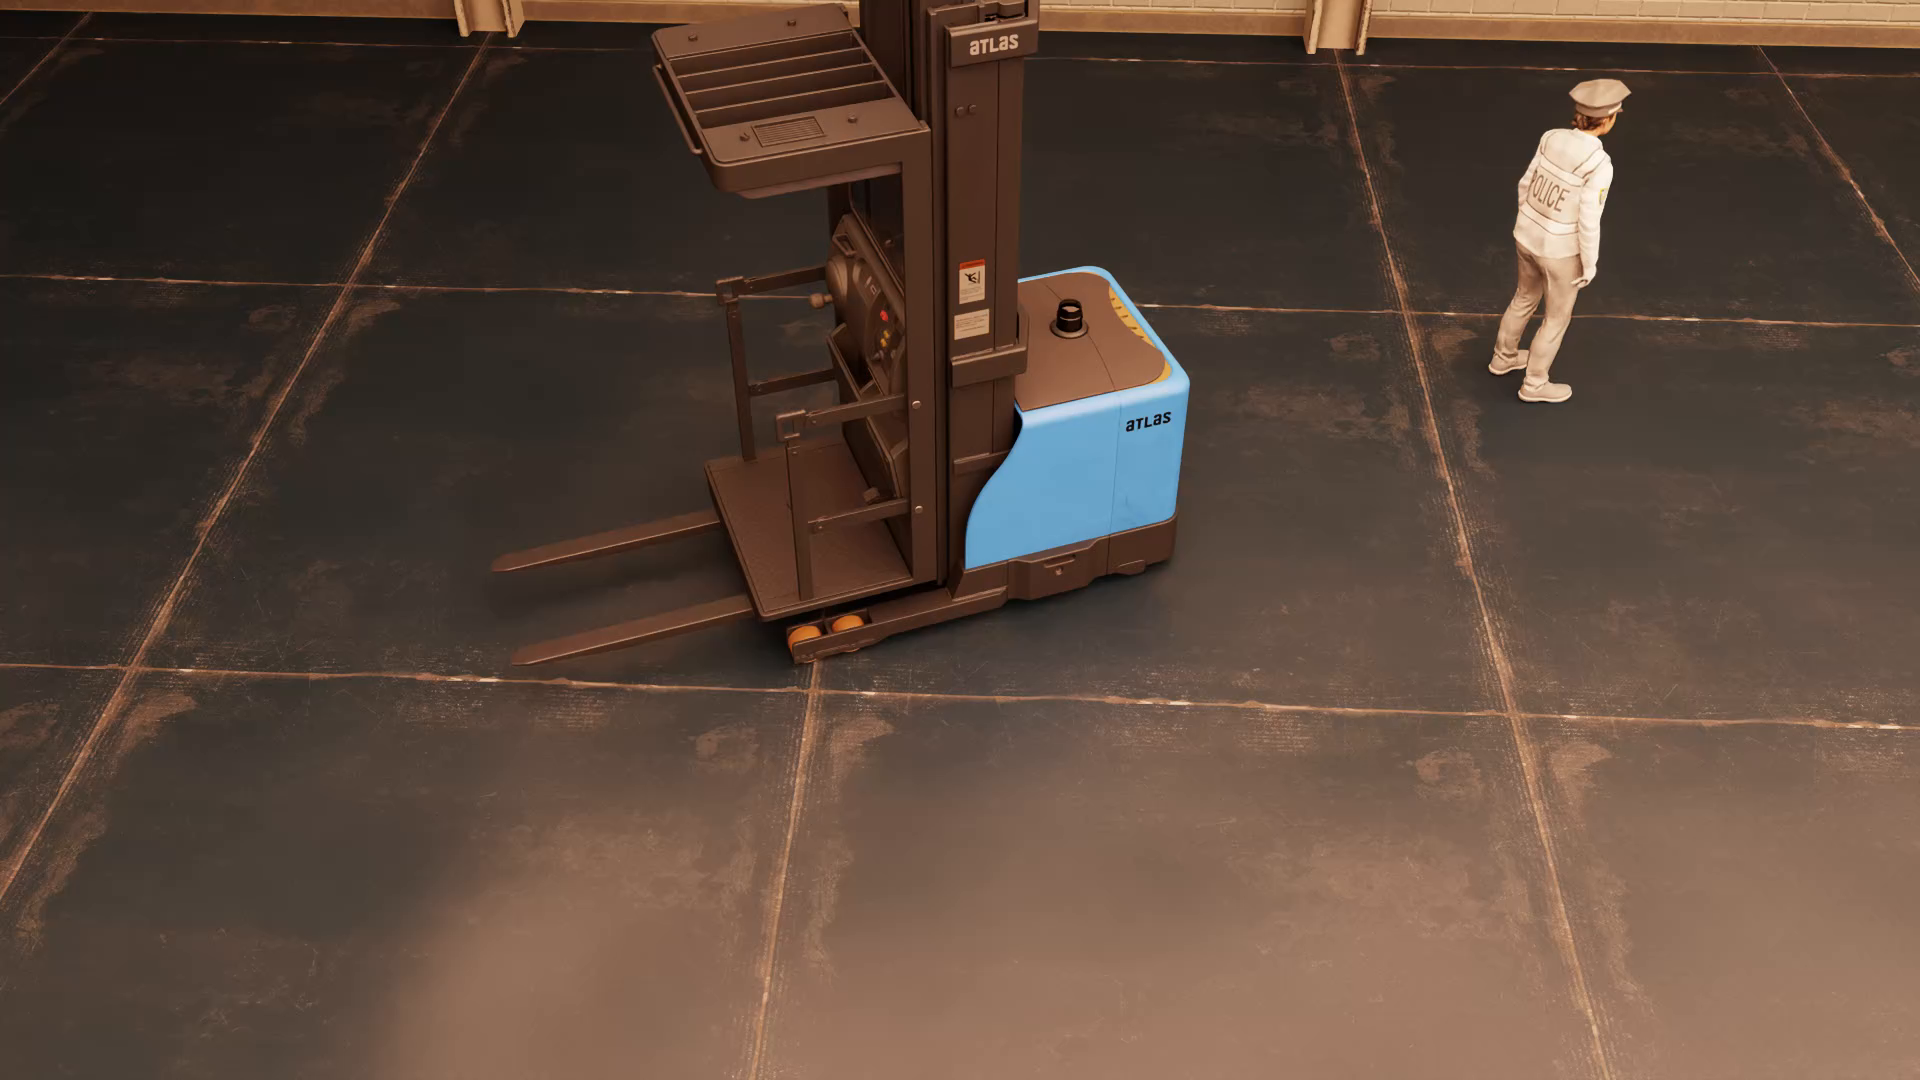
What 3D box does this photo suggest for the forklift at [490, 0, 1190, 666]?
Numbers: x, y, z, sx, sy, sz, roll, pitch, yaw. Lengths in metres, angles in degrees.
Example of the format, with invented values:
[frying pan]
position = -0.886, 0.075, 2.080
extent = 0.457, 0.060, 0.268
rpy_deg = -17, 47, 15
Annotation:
[forklift]
position = -0.573, -0.945, 6.778
extent = 3.031, 2.935, 1.130
rpy_deg = -13, 44, -14

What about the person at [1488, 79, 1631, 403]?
[person]
position = 2.969, -1.476, 8.302
extent = 0.375, 1.662, 0.542
rpy_deg = -17, 45, -18
